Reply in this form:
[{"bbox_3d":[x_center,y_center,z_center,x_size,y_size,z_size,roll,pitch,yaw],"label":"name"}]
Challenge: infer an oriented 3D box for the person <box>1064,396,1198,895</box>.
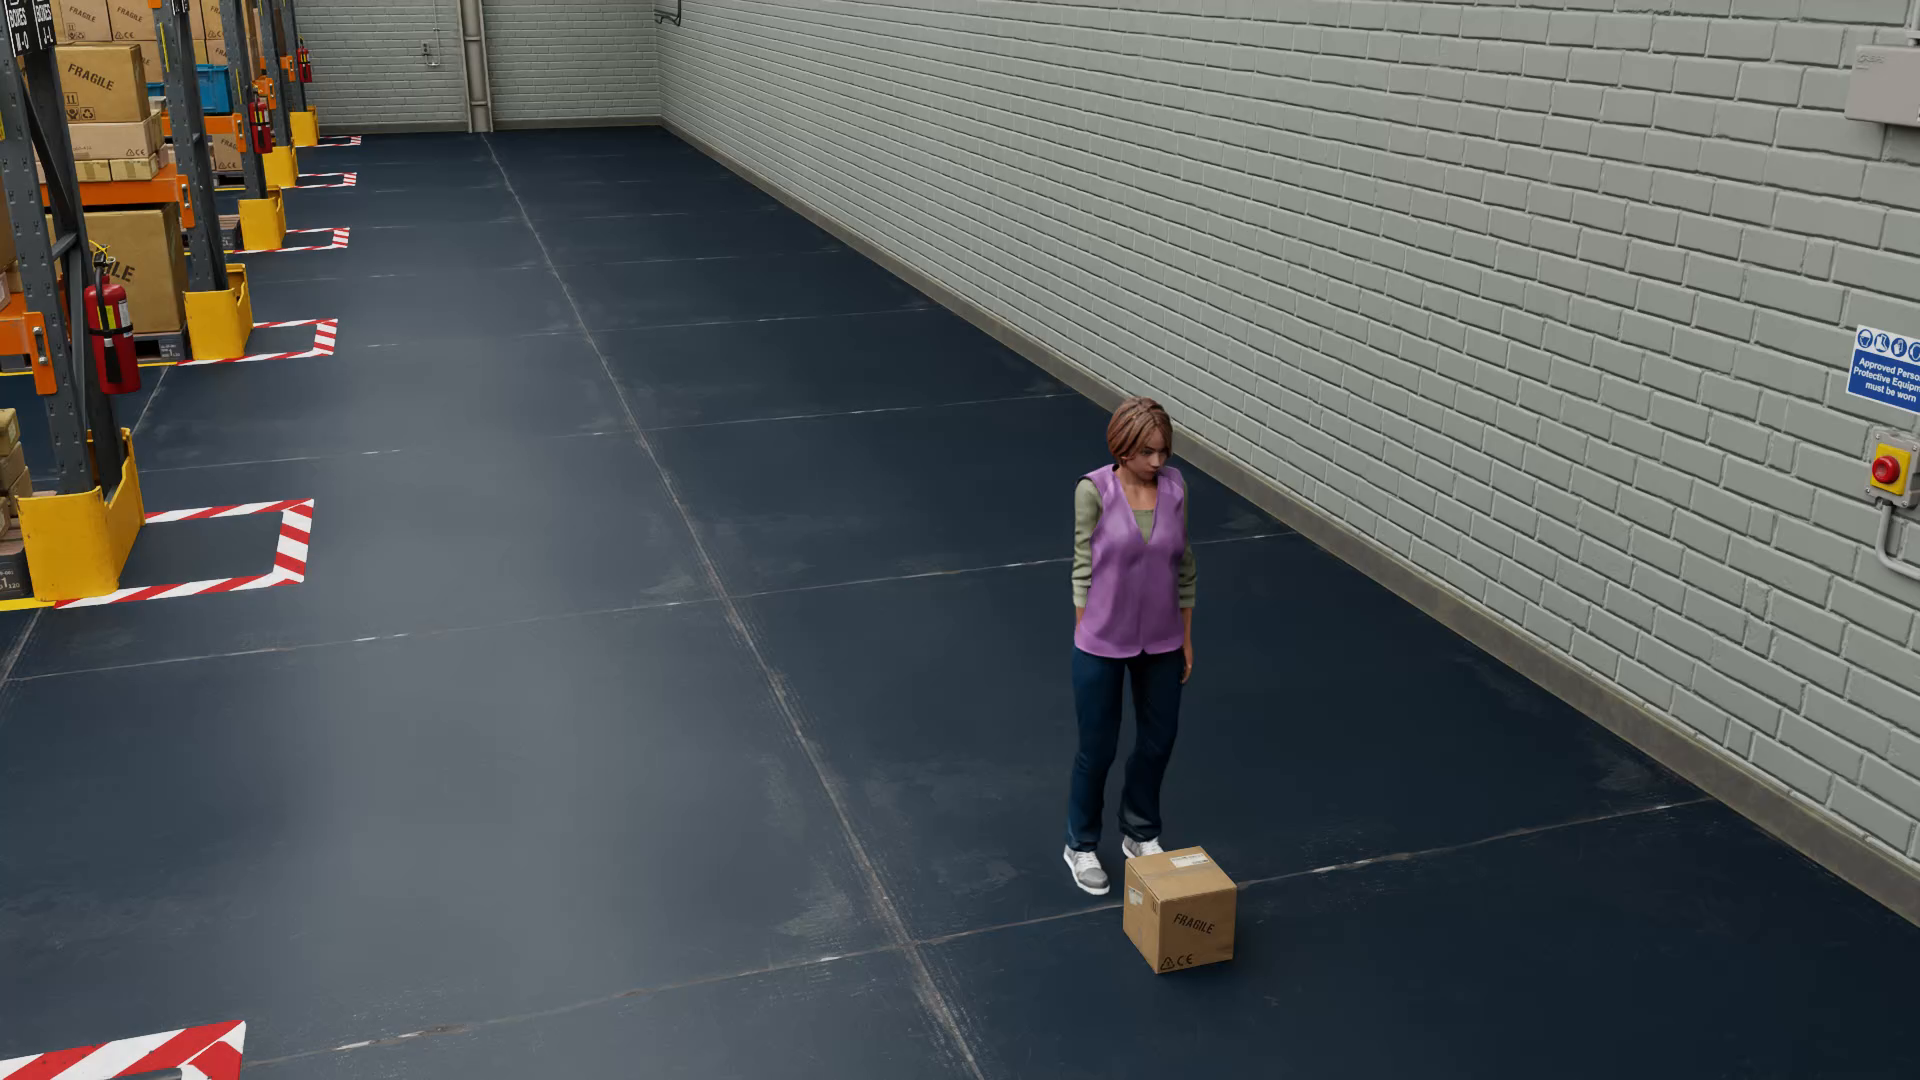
[{"bbox_3d":[0.538,0.330,5.176,0.407,1.601,0.299,-6,20,-16],"label":"person"}]
